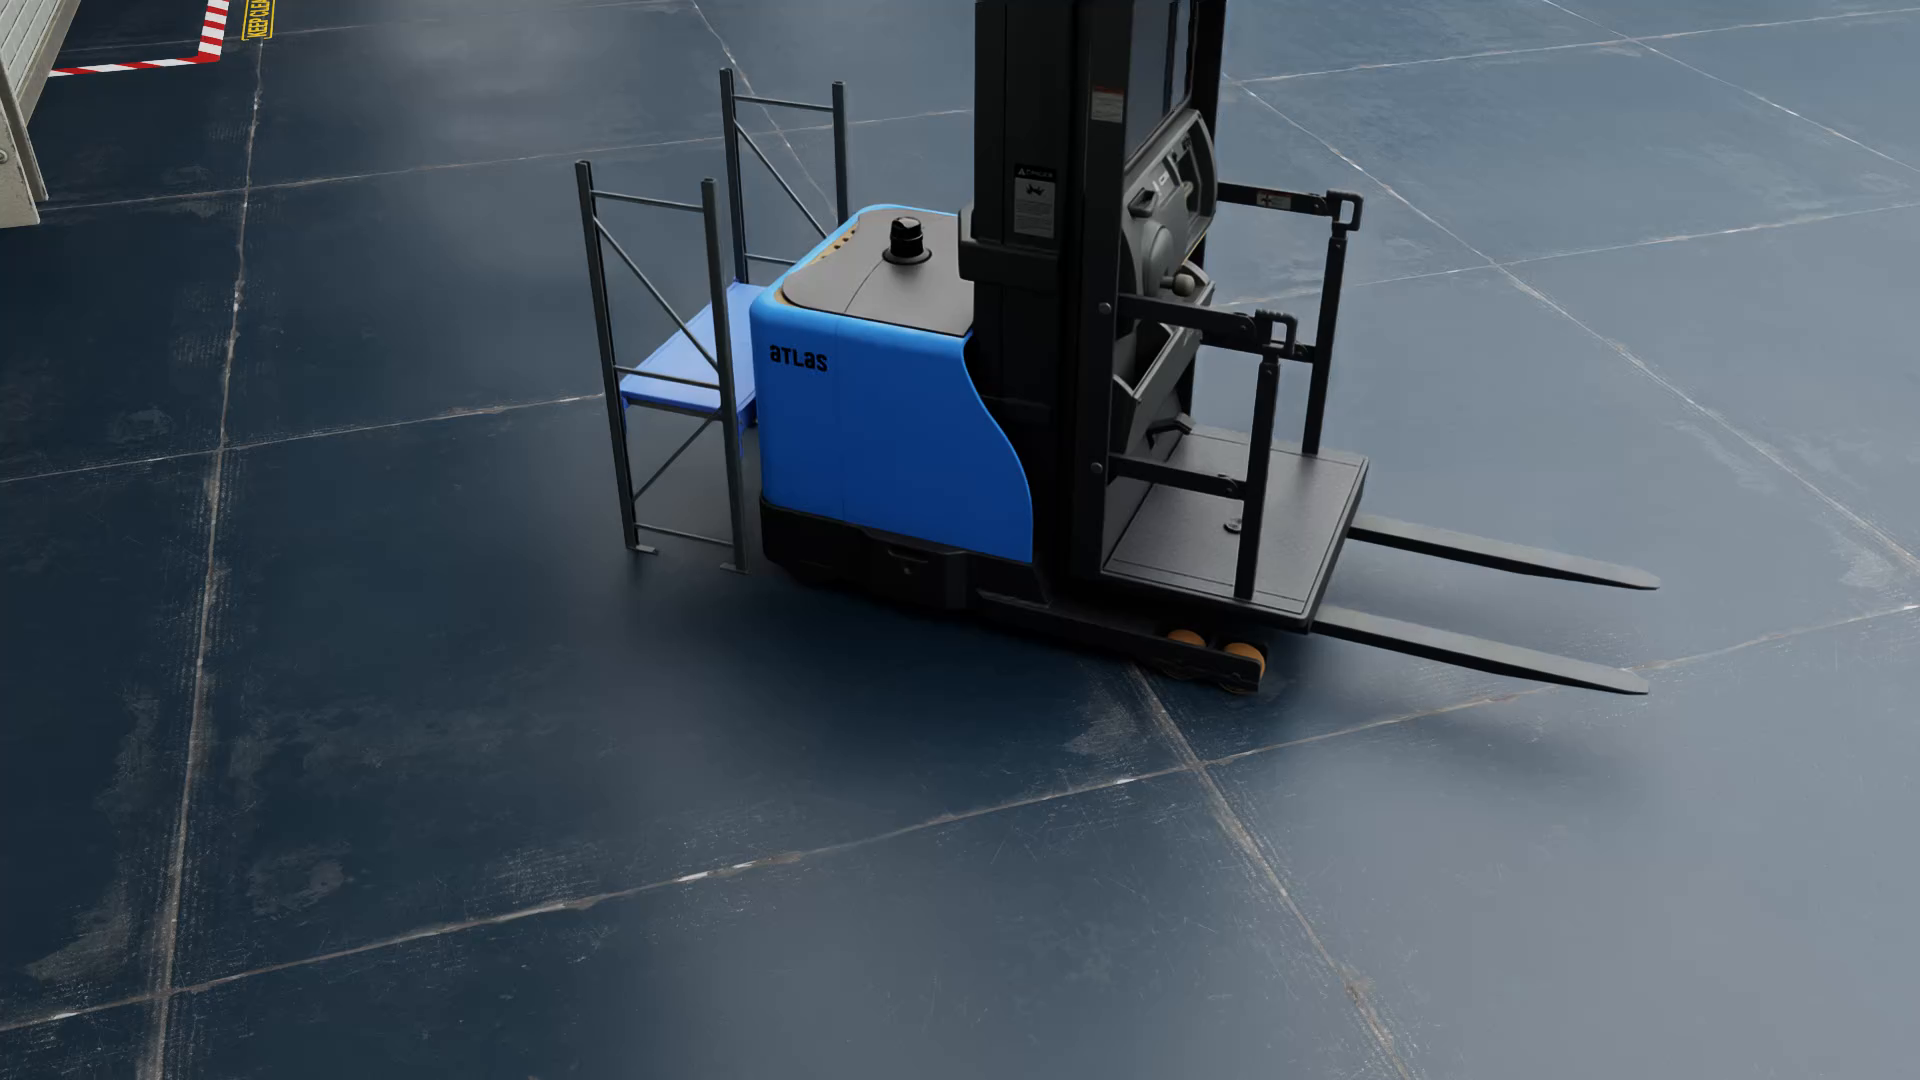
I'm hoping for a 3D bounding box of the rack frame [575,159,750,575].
[{"bbox_3d":[-1.007,-0.555,5.729,0.500,1.500,0.032,11,35,17],"label":"rack frame"}]

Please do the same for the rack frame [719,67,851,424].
[{"bbox_3d":[-0.655,-1.081,6.525,0.500,1.500,0.032,11,35,17],"label":"rack frame"}]

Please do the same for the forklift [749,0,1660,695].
[{"bbox_3d":[0.849,-1.049,5.179,3.031,2.935,1.130,13,36,18],"label":"forklift"}]

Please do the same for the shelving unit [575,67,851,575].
[{"bbox_3d":[-0.831,-0.818,6.127,0.538,1.500,1.048,11,35,17],"label":"shelving unit"}]

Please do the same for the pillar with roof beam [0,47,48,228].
[{"bbox_3d":[-0.969,-6.224,7.507,9.100,9.000,0.400,-10,35,-15],"label":"pillar with roof beam"}]

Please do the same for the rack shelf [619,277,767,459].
[{"bbox_3d":[-0.831,-0.668,6.226,0.538,0.185,1.000,11,35,17],"label":"rack shelf"}]
